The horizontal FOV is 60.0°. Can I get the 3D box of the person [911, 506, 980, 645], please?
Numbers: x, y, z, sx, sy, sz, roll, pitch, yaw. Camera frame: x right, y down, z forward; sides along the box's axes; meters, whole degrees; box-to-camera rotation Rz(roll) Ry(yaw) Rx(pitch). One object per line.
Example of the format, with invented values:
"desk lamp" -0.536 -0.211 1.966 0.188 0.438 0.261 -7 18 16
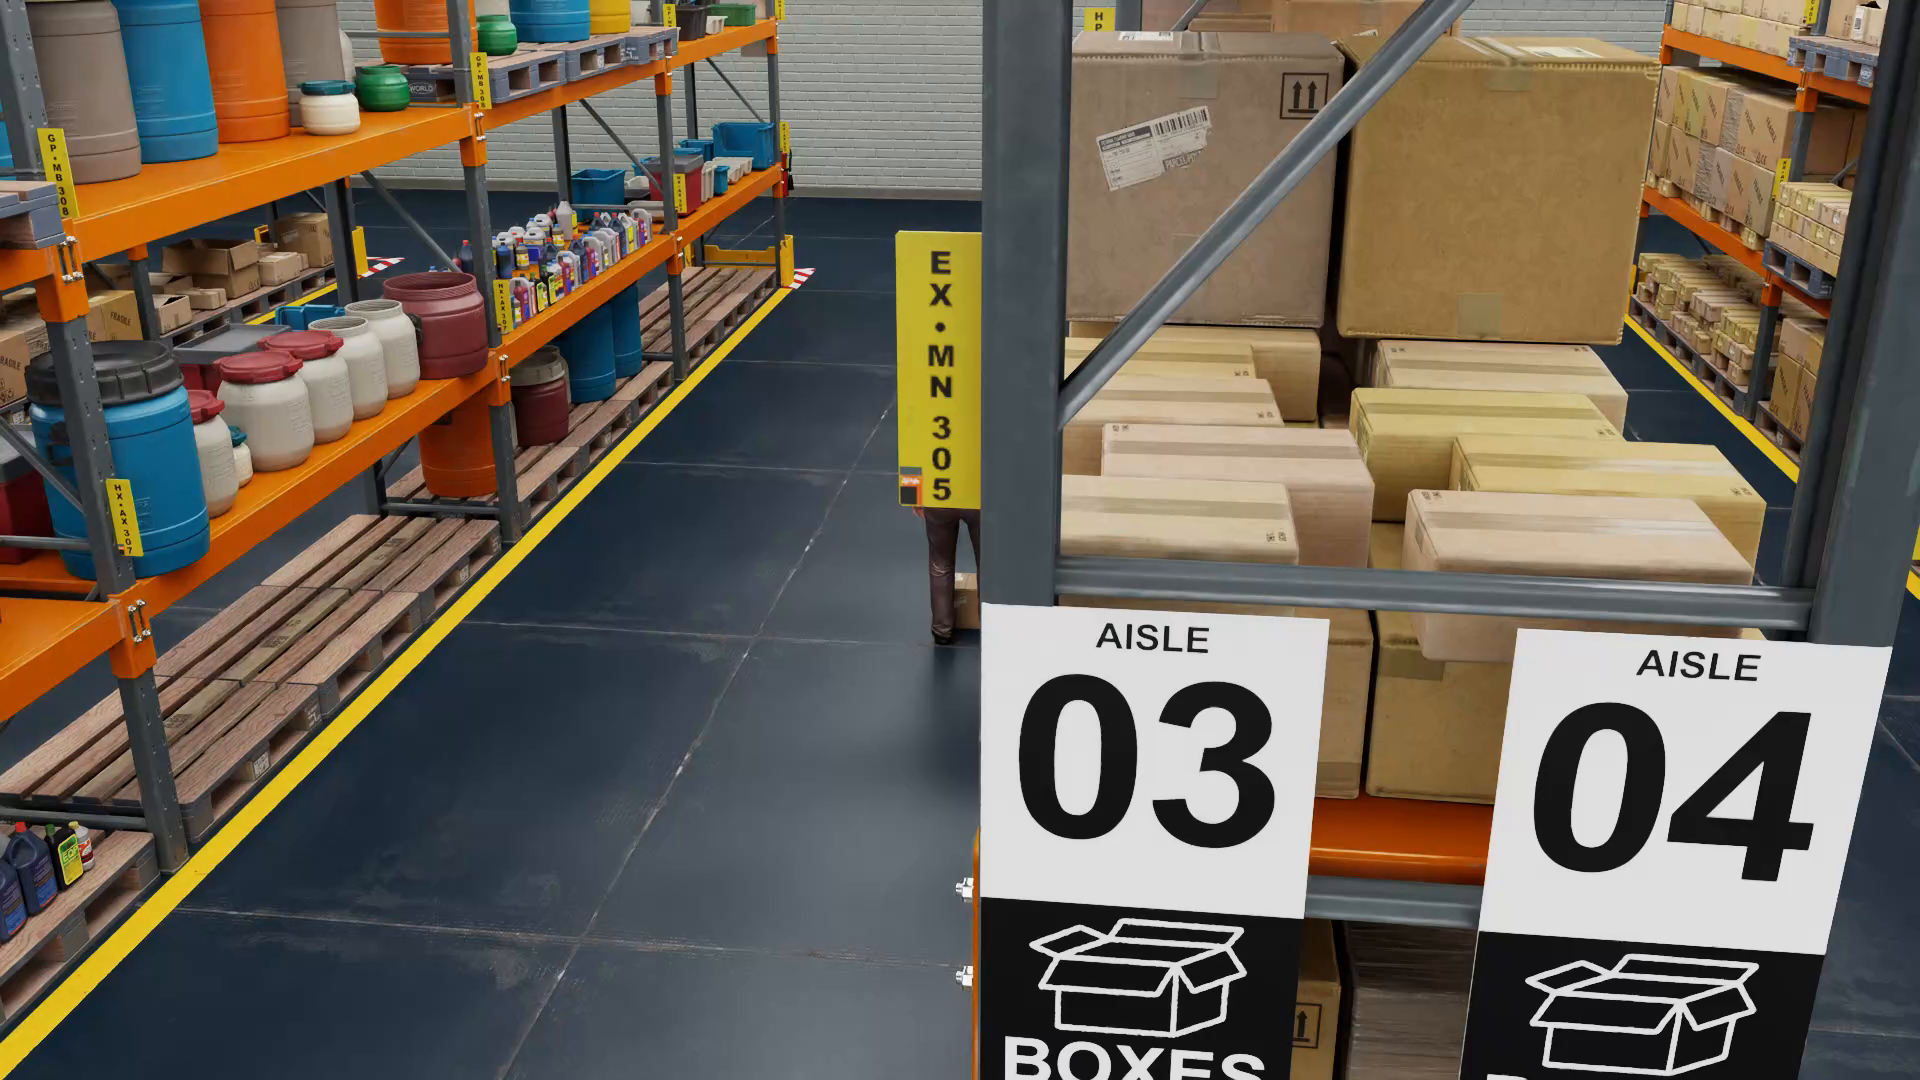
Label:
"person" 0.008 -0.232 9.219 0.594 1.722 0.419 1 21 4
